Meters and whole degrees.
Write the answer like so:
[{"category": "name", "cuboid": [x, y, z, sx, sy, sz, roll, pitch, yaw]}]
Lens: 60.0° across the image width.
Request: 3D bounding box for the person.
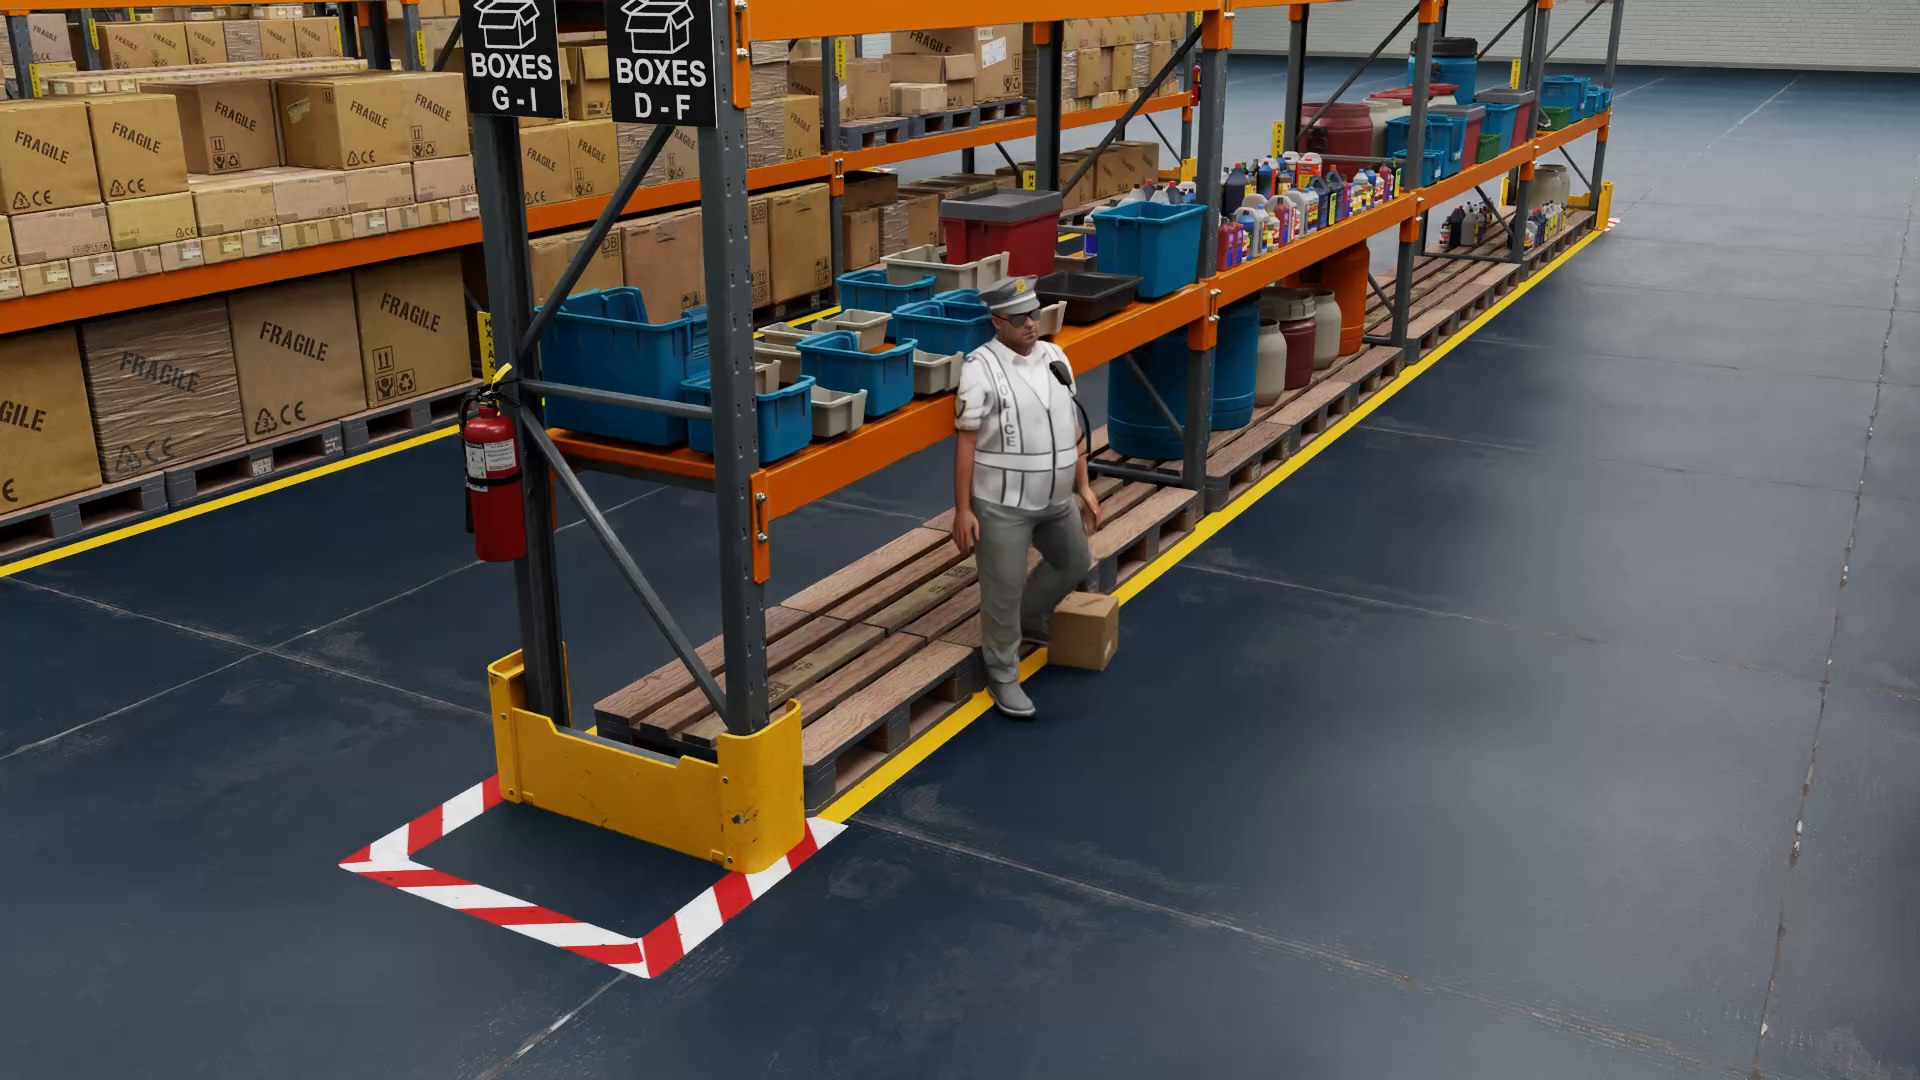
[{"category": "person", "cuboid": [0.275, -0.214, 6.655, 0.755, 1.741, 0.559, -15, 24, -37]}]
